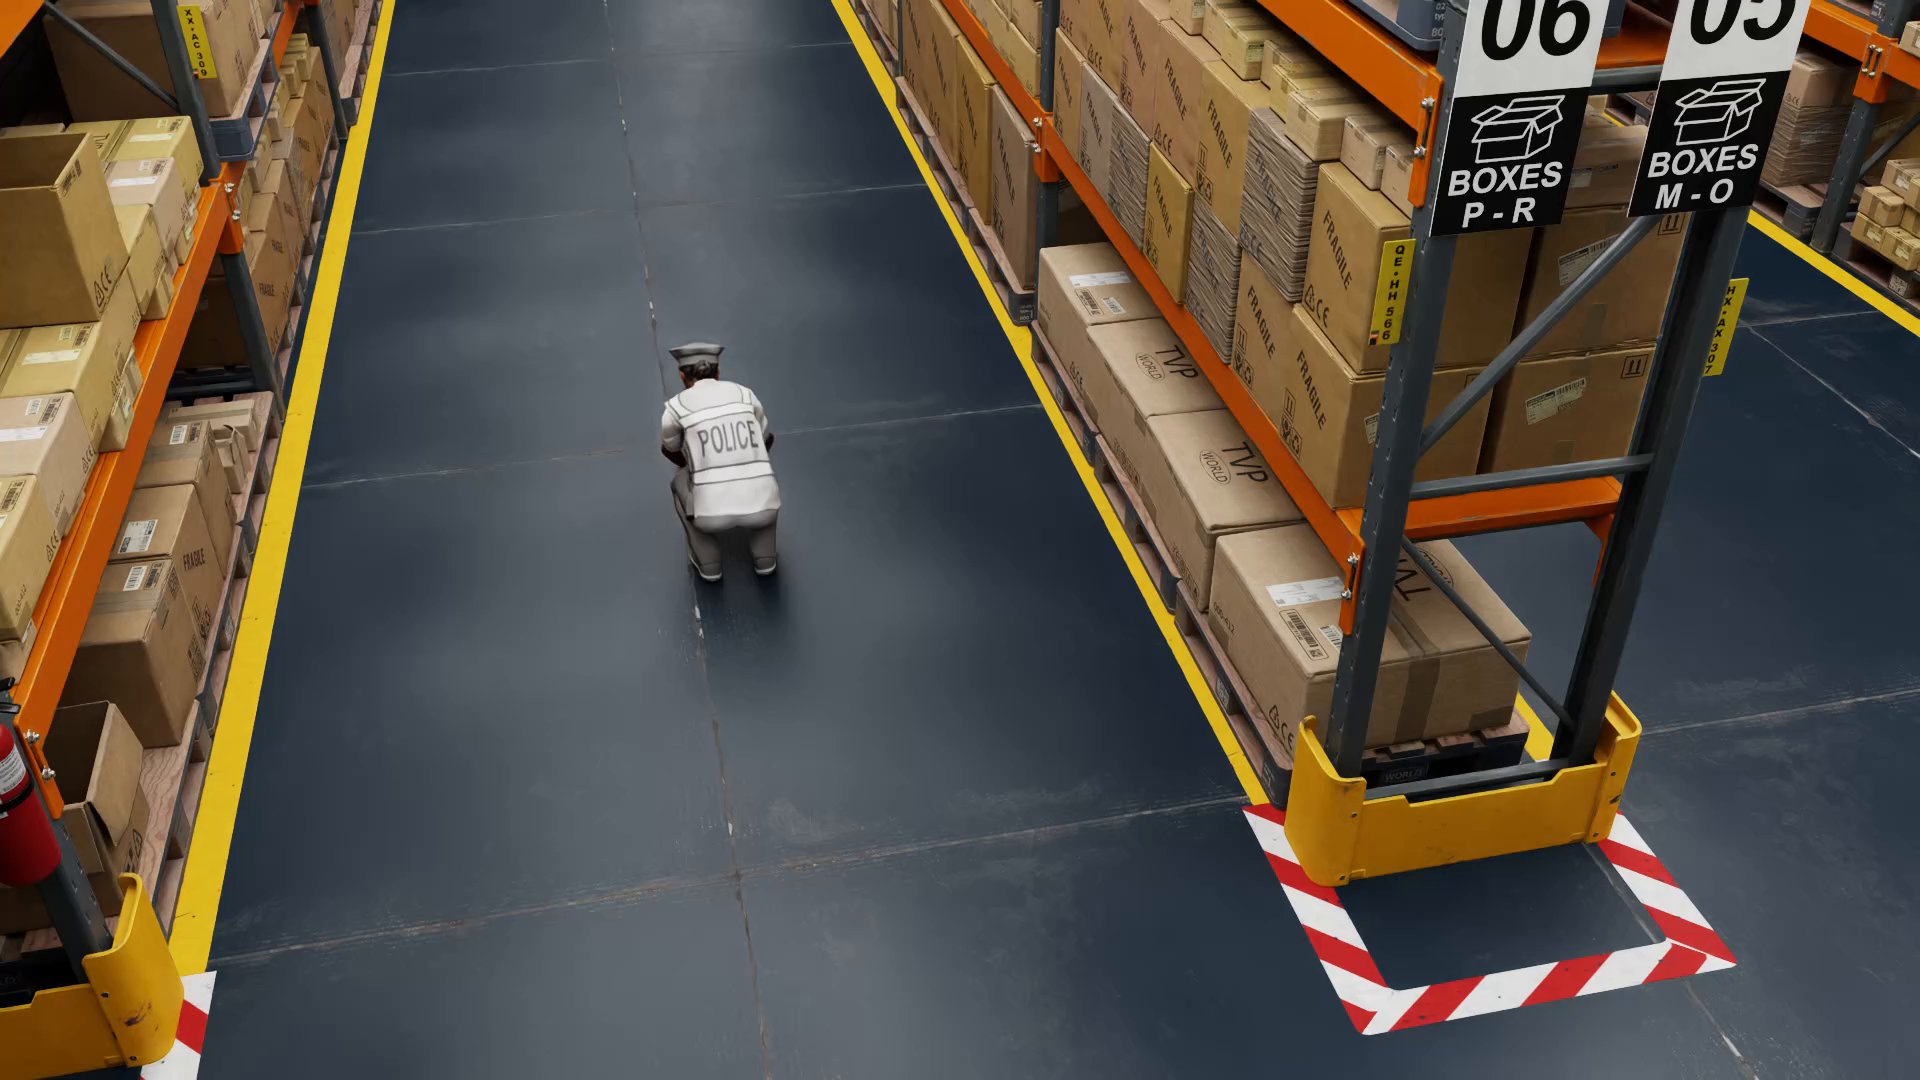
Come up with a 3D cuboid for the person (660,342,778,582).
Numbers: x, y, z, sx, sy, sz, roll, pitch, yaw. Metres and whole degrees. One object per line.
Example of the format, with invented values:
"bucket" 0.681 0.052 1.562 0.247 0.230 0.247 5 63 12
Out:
"person" -1.058 -0.367 7.320 0.491 0.947 0.713 -7 35 -10
